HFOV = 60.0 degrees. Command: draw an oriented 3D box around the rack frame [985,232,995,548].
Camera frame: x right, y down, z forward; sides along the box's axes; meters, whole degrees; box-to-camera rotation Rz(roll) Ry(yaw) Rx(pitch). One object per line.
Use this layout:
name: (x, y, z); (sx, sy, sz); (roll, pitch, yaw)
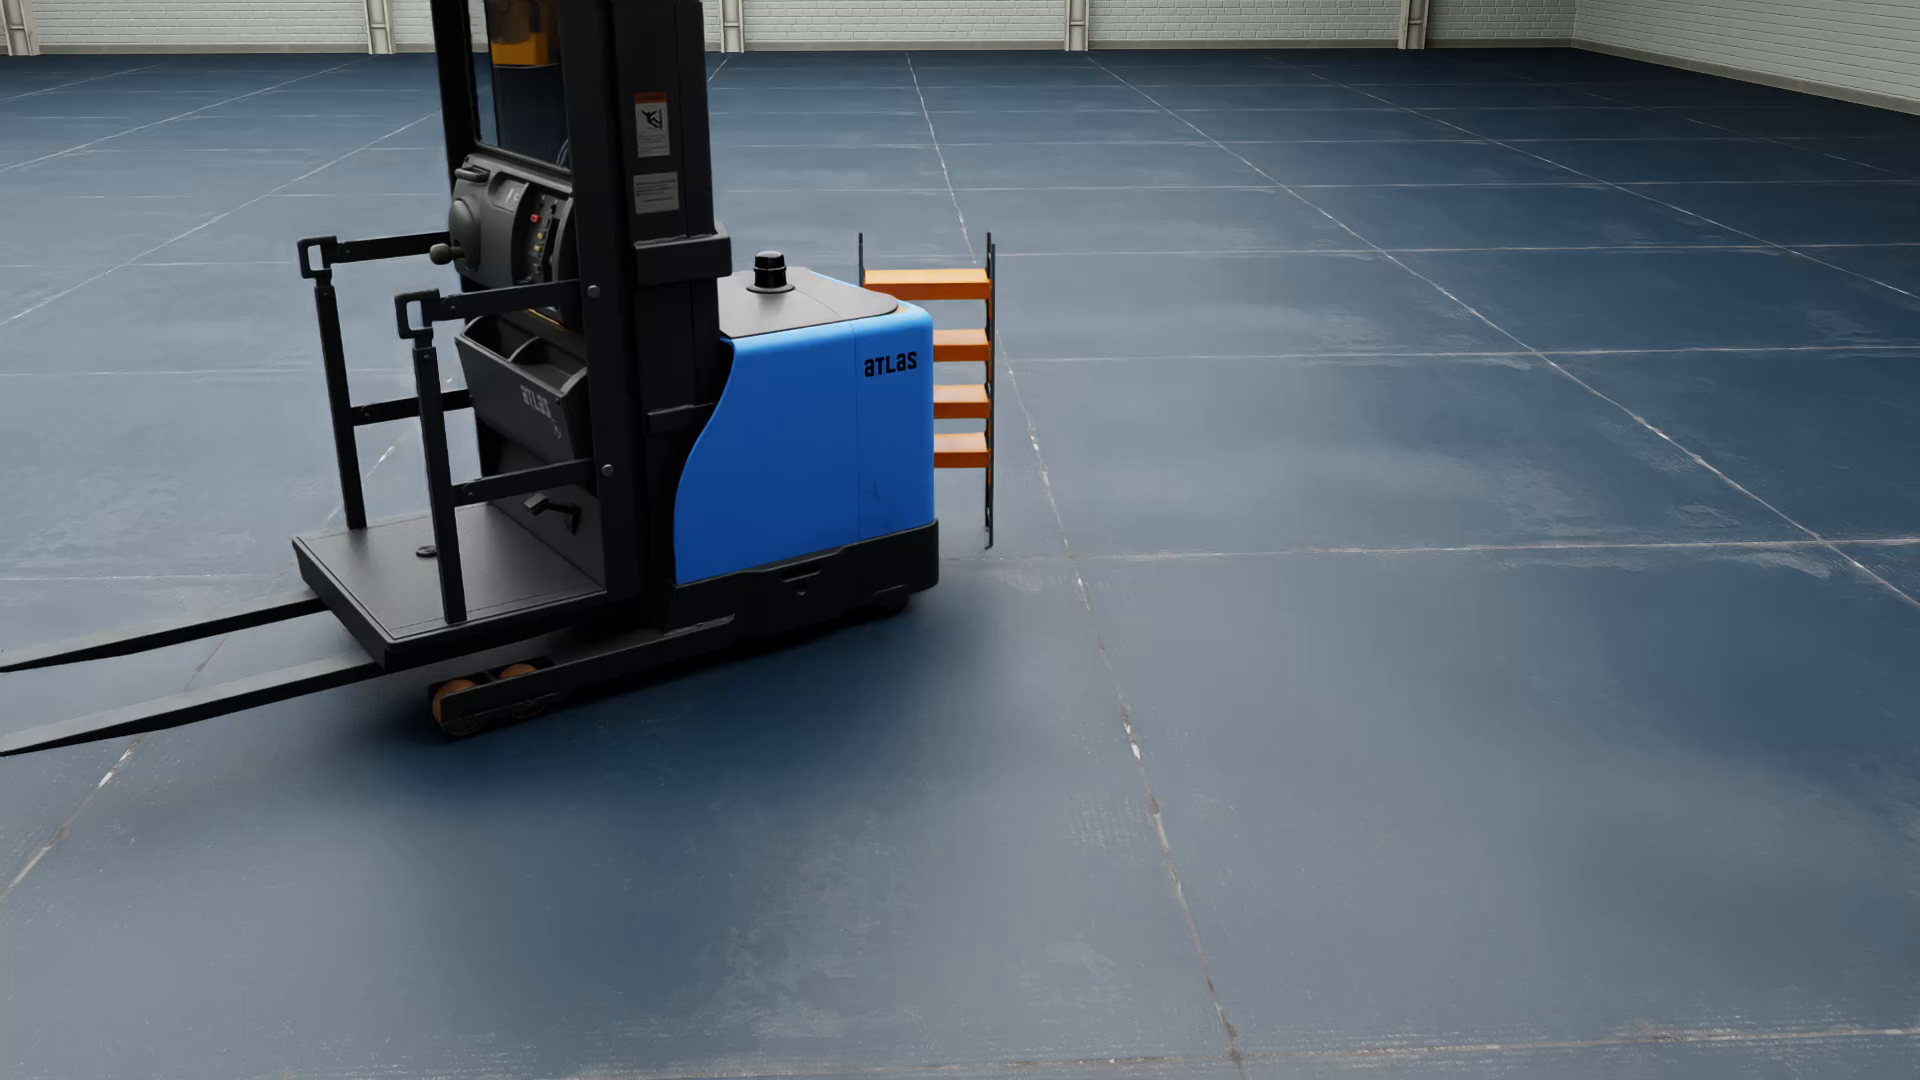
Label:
rack frame: (0.116, -0.571, 6.435); (0.015, 1.200, 0.240); (-1, 21, -3)

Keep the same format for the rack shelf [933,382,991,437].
rack shelf: (-0.128, -0.504, 6.447); (0.480, 0.148, 0.258); (-1, 21, -3)

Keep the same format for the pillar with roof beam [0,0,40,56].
pillar with roof beam: (-15.685, -10.943, 22.716); (0.400, 9.000, 9.100); (-1, 21, -3)

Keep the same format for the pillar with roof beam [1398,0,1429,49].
pillar with roof beam: (8.276, -11.430, 23.996); (0.400, 9.000, 9.100); (-1, 21, -3)

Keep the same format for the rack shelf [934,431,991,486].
rack shelf: (-0.128, -0.318, 6.518); (0.480, 0.148, 0.258); (-1, 21, -3)

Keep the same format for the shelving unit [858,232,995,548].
shelving unit: (-0.128, -0.567, 6.423); (0.503, 1.200, 0.258); (-1, 21, -3)

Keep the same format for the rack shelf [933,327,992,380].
rack shelf: (-0.128, -0.713, 6.368); (0.480, 0.148, 0.258); (-1, 21, -3)

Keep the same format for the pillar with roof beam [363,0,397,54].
pillar with roof beam: (-9.694, -11.065, 23.036); (0.400, 9.000, 9.100); (-1, 21, -3)

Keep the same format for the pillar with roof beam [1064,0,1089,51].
pillar with roof beam: (2.286, -11.308, 23.676); (0.400, 9.000, 9.100); (-1, 21, -3)

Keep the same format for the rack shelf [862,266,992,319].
rack shelf: (-0.128, -0.934, 6.283); (0.480, 0.148, 0.258); (-1, 21, -3)

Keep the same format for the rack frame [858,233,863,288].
rack frame: (-0.371, -0.562, 6.411); (0.015, 1.200, 0.240); (-1, 21, -3)

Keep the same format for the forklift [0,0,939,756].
forklift: (-1.575, -0.988, 5.098); (3.031, 2.935, 1.130); (-14, 25, -33)

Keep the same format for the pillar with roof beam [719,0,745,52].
pillar with roof beam: (-3.704, -11.186, 23.356); (0.400, 9.000, 9.100); (-1, 21, -3)
